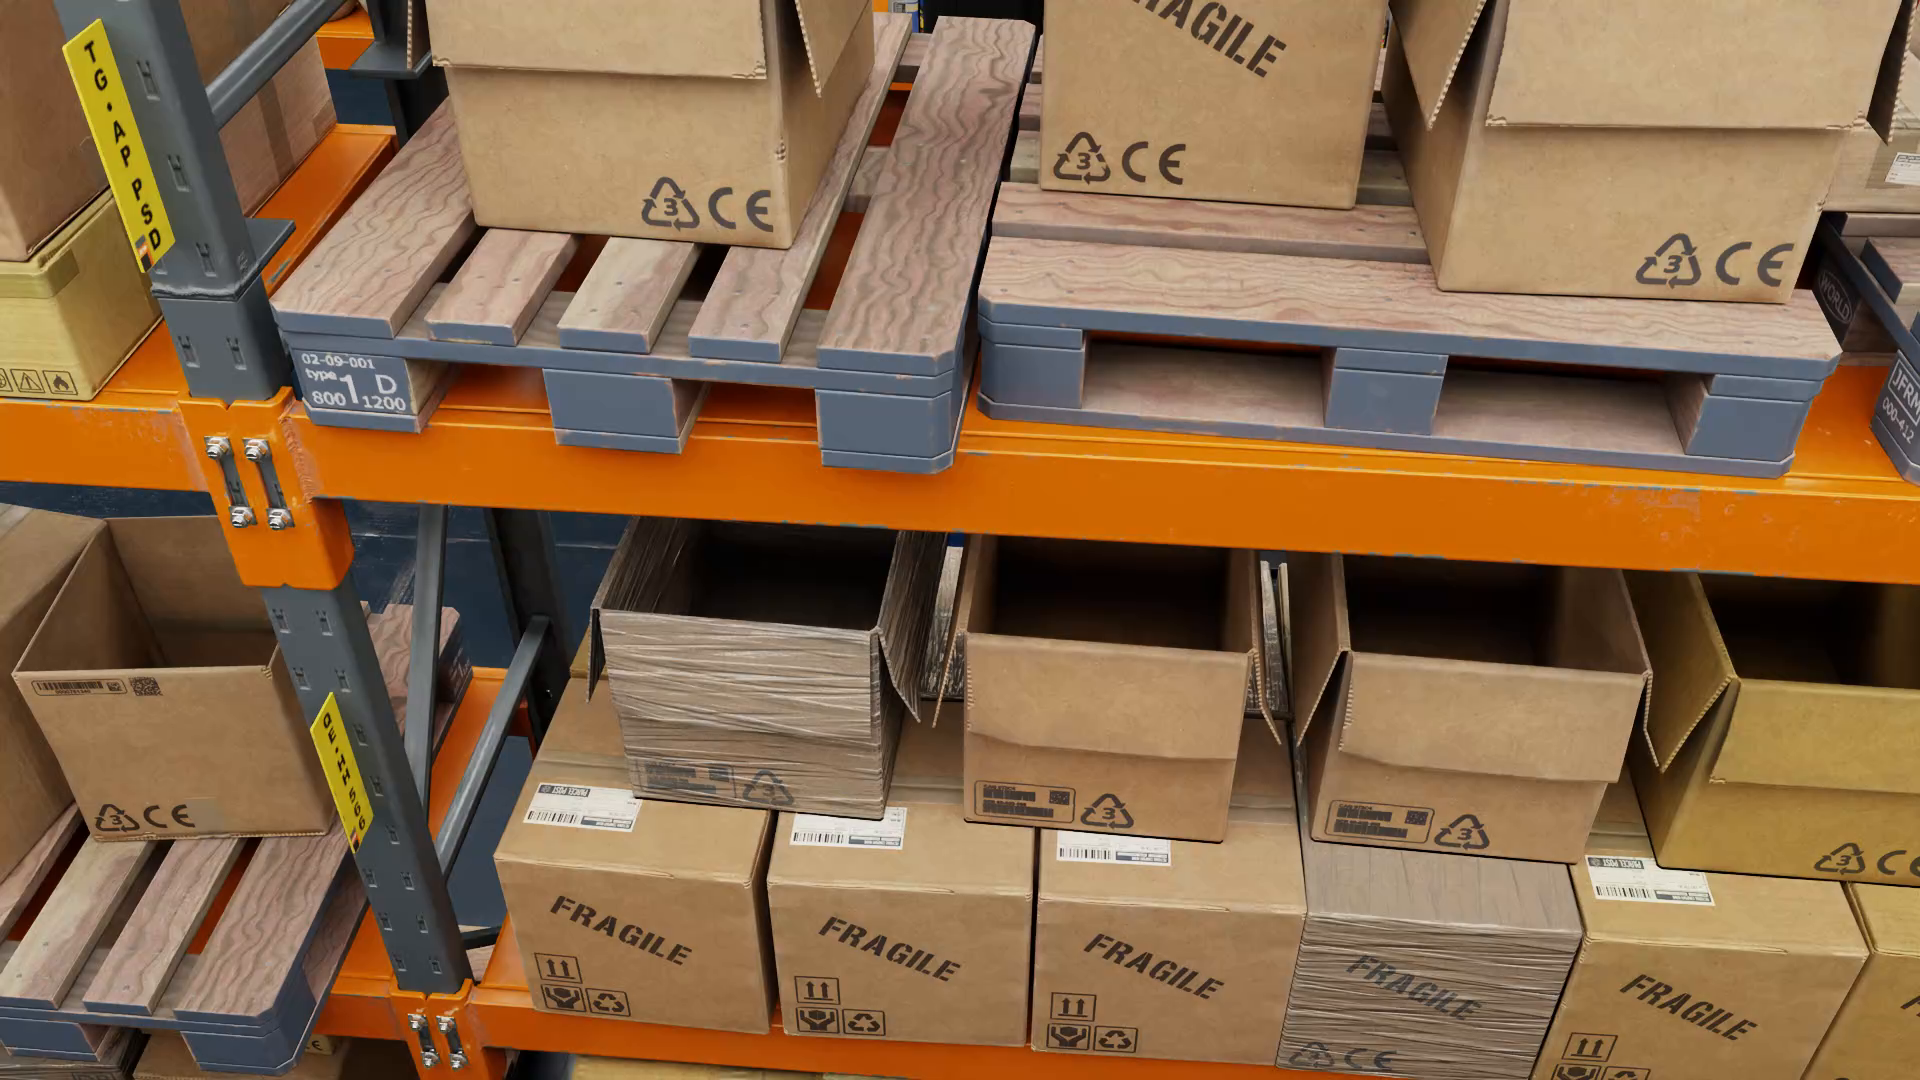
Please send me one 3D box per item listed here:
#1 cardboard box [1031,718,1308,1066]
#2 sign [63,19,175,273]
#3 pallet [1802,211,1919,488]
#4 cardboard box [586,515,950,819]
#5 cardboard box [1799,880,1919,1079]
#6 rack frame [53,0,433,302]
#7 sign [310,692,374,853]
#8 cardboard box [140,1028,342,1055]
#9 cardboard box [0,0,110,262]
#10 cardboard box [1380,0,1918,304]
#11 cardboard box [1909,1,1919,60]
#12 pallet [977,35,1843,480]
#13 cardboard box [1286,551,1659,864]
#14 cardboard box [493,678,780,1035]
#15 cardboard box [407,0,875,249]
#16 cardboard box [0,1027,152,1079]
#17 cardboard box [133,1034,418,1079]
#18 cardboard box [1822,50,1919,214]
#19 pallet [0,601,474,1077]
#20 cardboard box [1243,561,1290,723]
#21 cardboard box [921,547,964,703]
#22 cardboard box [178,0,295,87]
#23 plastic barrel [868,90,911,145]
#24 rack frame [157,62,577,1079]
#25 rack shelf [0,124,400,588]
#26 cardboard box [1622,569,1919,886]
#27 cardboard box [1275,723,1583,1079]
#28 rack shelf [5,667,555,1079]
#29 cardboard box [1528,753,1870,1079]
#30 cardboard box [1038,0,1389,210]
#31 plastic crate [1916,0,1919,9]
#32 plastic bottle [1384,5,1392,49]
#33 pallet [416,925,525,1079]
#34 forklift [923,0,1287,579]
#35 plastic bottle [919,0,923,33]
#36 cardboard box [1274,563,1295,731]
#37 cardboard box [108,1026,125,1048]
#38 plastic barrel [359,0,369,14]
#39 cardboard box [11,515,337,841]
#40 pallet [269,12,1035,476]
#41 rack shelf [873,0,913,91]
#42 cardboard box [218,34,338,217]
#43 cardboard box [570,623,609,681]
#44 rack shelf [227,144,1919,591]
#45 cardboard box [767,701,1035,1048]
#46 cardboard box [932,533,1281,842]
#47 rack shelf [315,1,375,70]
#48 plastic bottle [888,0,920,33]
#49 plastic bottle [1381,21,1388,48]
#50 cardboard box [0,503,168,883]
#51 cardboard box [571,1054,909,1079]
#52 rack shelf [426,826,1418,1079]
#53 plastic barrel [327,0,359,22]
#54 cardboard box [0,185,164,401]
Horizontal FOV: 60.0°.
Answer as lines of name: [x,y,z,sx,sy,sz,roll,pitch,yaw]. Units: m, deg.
cardboard box: [0.411,0.709,3.423,0.500,0.500,0.500,2,39,3]
sign: [-1.123,-0.524,2.232,0.005,0.325,0.100,3,39,4]
pallet: [1.993,-0.392,2.631,1.217,0.209,0.805,2,39,2]
cardboard box: [-0.347,0.120,3.352,0.637,0.503,0.797,4,39,5]
cardboard box: [1.929,0.792,3.321,0.500,0.500,0.500,4,39,5]
rack frame: [-1.074,-1.828,1.868,0.127,3.000,1.000,3,39,4]
sign: [-1.112,0.422,3.001,0.005,0.325,0.100,3,39,4]
cardboard box: [-1.745,0.989,4.197,0.500,0.250,0.500,5,39,6]
cardboard box: [-1.571,-0.766,2.464,0.500,0.500,0.500,4,39,5]
cardboard box: [0.963,-0.770,2.529,0.637,0.503,0.797,3,39,3]
cardboard box: [1.825,-0.692,2.586,0.500,0.311,0.500,2,39,2]
pallet: [0.686,-0.531,2.800,1.213,0.211,1.003,5,39,6]
cardboard box: [0.970,0.190,3.266,0.637,0.503,0.797,4,39,5]
cardboard box: [-0.614,0.657,3.487,0.500,0.500,0.500,4,39,5]
cardboard box: [-0.460,-0.880,2.664,0.637,0.503,0.797,5,39,6]
cardboard box: [-2.297,1.251,4.469,0.500,0.500,0.700,0,39,0]
cardboard box: [-1.744,1.273,4.441,0.500,0.500,0.700,1,39,1]
cardboard box: [1.440,-0.688,2.709,0.250,0.149,0.380,2,39,2]
pallet: [-1.794,0.601,3.788,1.003,0.211,1.213,3,39,4]
cardboard box: [0.452,0.388,3.818,0.500,0.500,0.500,2,39,2]
cardboard box: [-0.065,0.361,3.851,0.500,0.500,0.500,3,39,3]
cardboard box: [-1.520,-1.085,2.856,0.500,0.500,0.500,3,39,4]
plastic barrel: [-0.158,-1.922,8.122,0.708,0.830,0.600,3,39,4]
rack frame: [-1.074,0.498,3.762,0.127,3.000,1.000,3,39,4]
rack shelf: [-3.067,-0.495,3.176,4.000,0.370,1.077,3,39,4]
cardboard box: [1.591,0.214,3.237,0.637,0.503,0.797,4,39,4]
cardboard box: [0.909,0.738,3.388,0.500,0.500,0.500,3,39,4]
rack shelf: [-3.067,0.668,4.123,4.000,0.370,1.077,3,39,4]
cardboard box: [1.408,0.768,3.351,0.500,0.500,0.500,3,39,3]
cardboard box: [0.407,-0.887,2.676,0.500,0.500,0.500,5,39,6]
plastic crate: [4.206,-2.241,7.028,0.583,0.464,0.402,3,39,4]
plastic bottle: [1.917,-2.224,7.204,0.135,0.276,0.152,3,39,4]
pallet: [-1.853,1.536,4.695,1.213,0.211,1.003,3,39,4]
forklift: [0.628,-1.104,5.784,3.031,2.935,1.130,3,39,4]
plastic bottle: [-0.131,-2.316,7.322,0.097,0.271,0.097,0,39,0]
cardboard box: [0.959,0.416,3.784,0.500,0.500,0.500,4,39,5]
cardboard box: [-2.274,0.966,4.224,0.500,0.250,0.500,7,40,9]
plastic barrel: [-2.536,-2.634,7.502,0.433,0.535,0.433,0,39,0]
cardboard box: [-1.616,0.292,3.603,0.500,0.500,0.500,-1,39,-2]
pallet: [-0.428,-0.590,2.872,1.003,0.211,1.213,5,39,6]
rack shelf: [1.345,-2.229,7.682,4.000,0.370,1.077,3,39,4]
cardboard box: [-1.521,-0.793,3.090,0.500,0.250,0.500,4,39,5]
cardboard box: [-0.561,0.331,3.889,0.500,0.500,0.500,4,39,5]
rack shelf: [0.918,-0.277,2.908,4.000,0.370,1.077,3,39,4]
cardboard box: [-0.100,0.684,3.455,0.500,0.500,0.500,2,39,3]
cardboard box: [0.302,0.158,3.306,0.637,0.503,0.797,4,39,5]
rack shelf: [-2.640,-2.447,7.950,4.000,0.370,1.077,3,39,4]
plastic bottle: [-0.244,-2.342,7.349,0.135,0.276,0.152,3,39,4]
plastic bottle: [1.799,-2.184,7.214,0.097,0.201,0.097,0,39,0]
cardboard box: [-2.181,0.325,3.563,0.500,0.500,0.700,9,40,10]
cardboard box: [-0.389,1.210,4.238,0.875,0.875,1.225,1,39,2]
rack shelf: [0.918,0.886,3.855,4.000,0.370,1.077,3,39,4]
plastic barrel: [-2.967,-2.657,7.531,0.433,0.535,0.433,0,39,0]
cardboard box: [-1.569,-0.479,2.704,0.500,0.250,0.500,3,39,4]
